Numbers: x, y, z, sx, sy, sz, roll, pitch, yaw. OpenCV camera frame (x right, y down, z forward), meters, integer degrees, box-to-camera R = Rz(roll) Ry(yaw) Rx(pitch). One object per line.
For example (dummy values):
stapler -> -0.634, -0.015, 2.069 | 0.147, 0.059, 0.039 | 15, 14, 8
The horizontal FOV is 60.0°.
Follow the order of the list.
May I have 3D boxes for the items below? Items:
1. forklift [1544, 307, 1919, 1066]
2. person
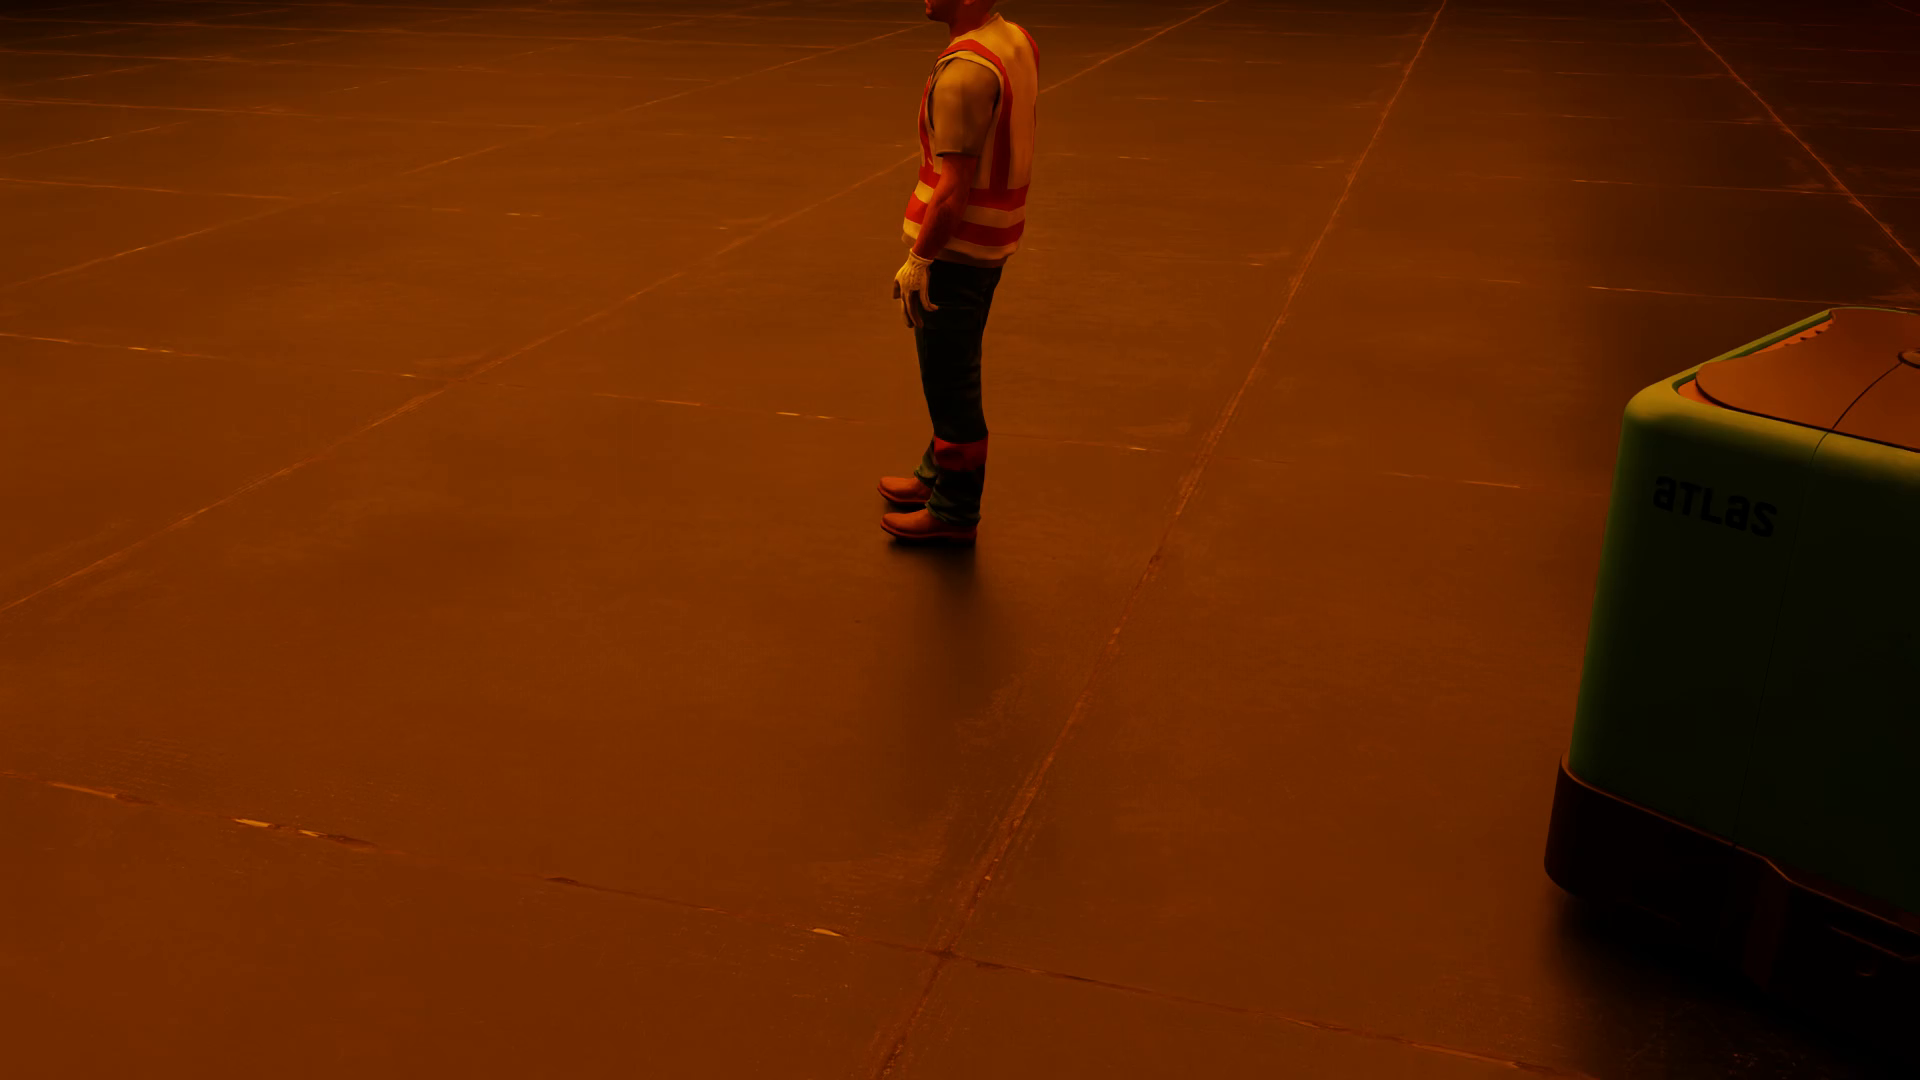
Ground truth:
forklift -> 2.544, -0.338, 2.099 | 1.130, 2.935, 3.031 | -20, 29, -39
person -> -0.072, -0.848, 4.809 | 0.564, 1.787, 0.637 | 7, 23, 16
